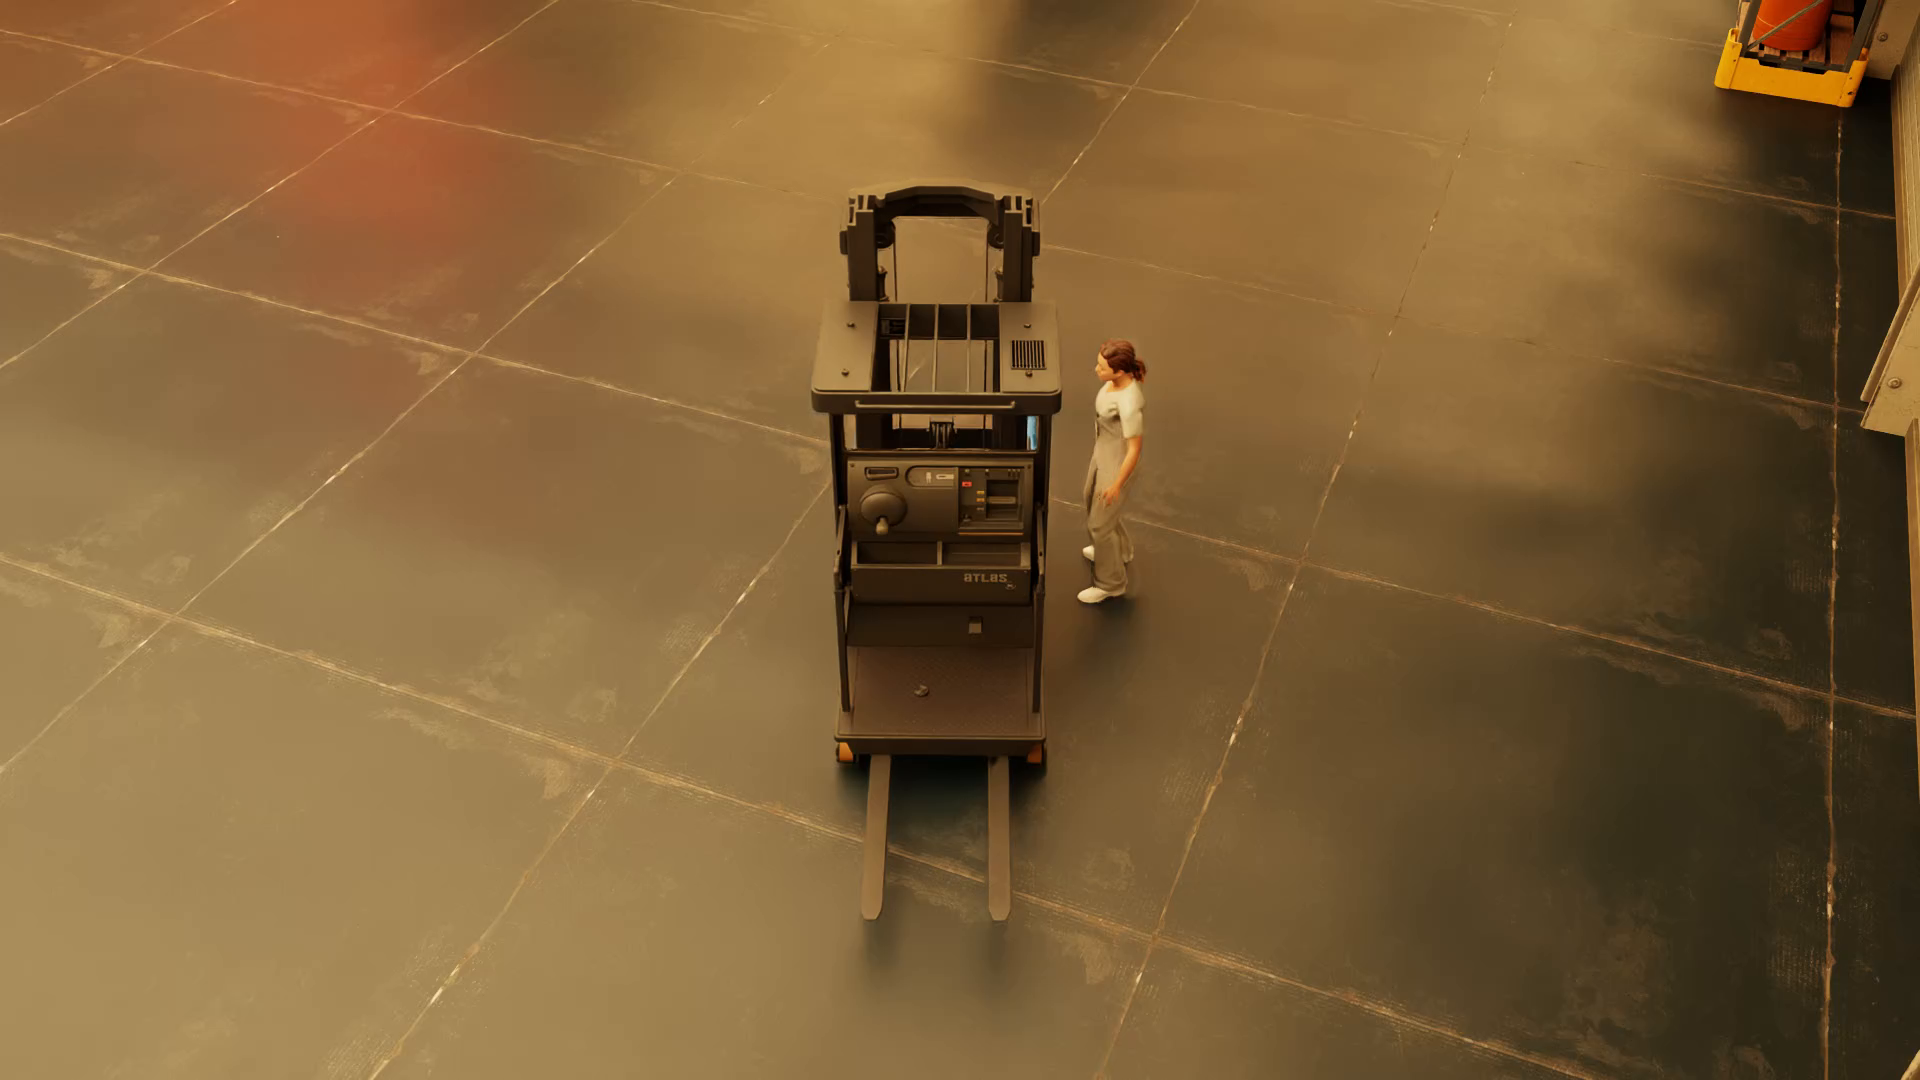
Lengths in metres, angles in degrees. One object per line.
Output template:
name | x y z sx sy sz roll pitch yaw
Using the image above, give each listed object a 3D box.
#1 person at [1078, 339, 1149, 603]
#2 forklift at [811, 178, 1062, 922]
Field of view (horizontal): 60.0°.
person | 0.871 -0.455 9.557 0.383 1.640 0.684 -2 40 -2
forklift | -0.098 -0.138 8.171 1.130 2.935 3.031 0 40 1
